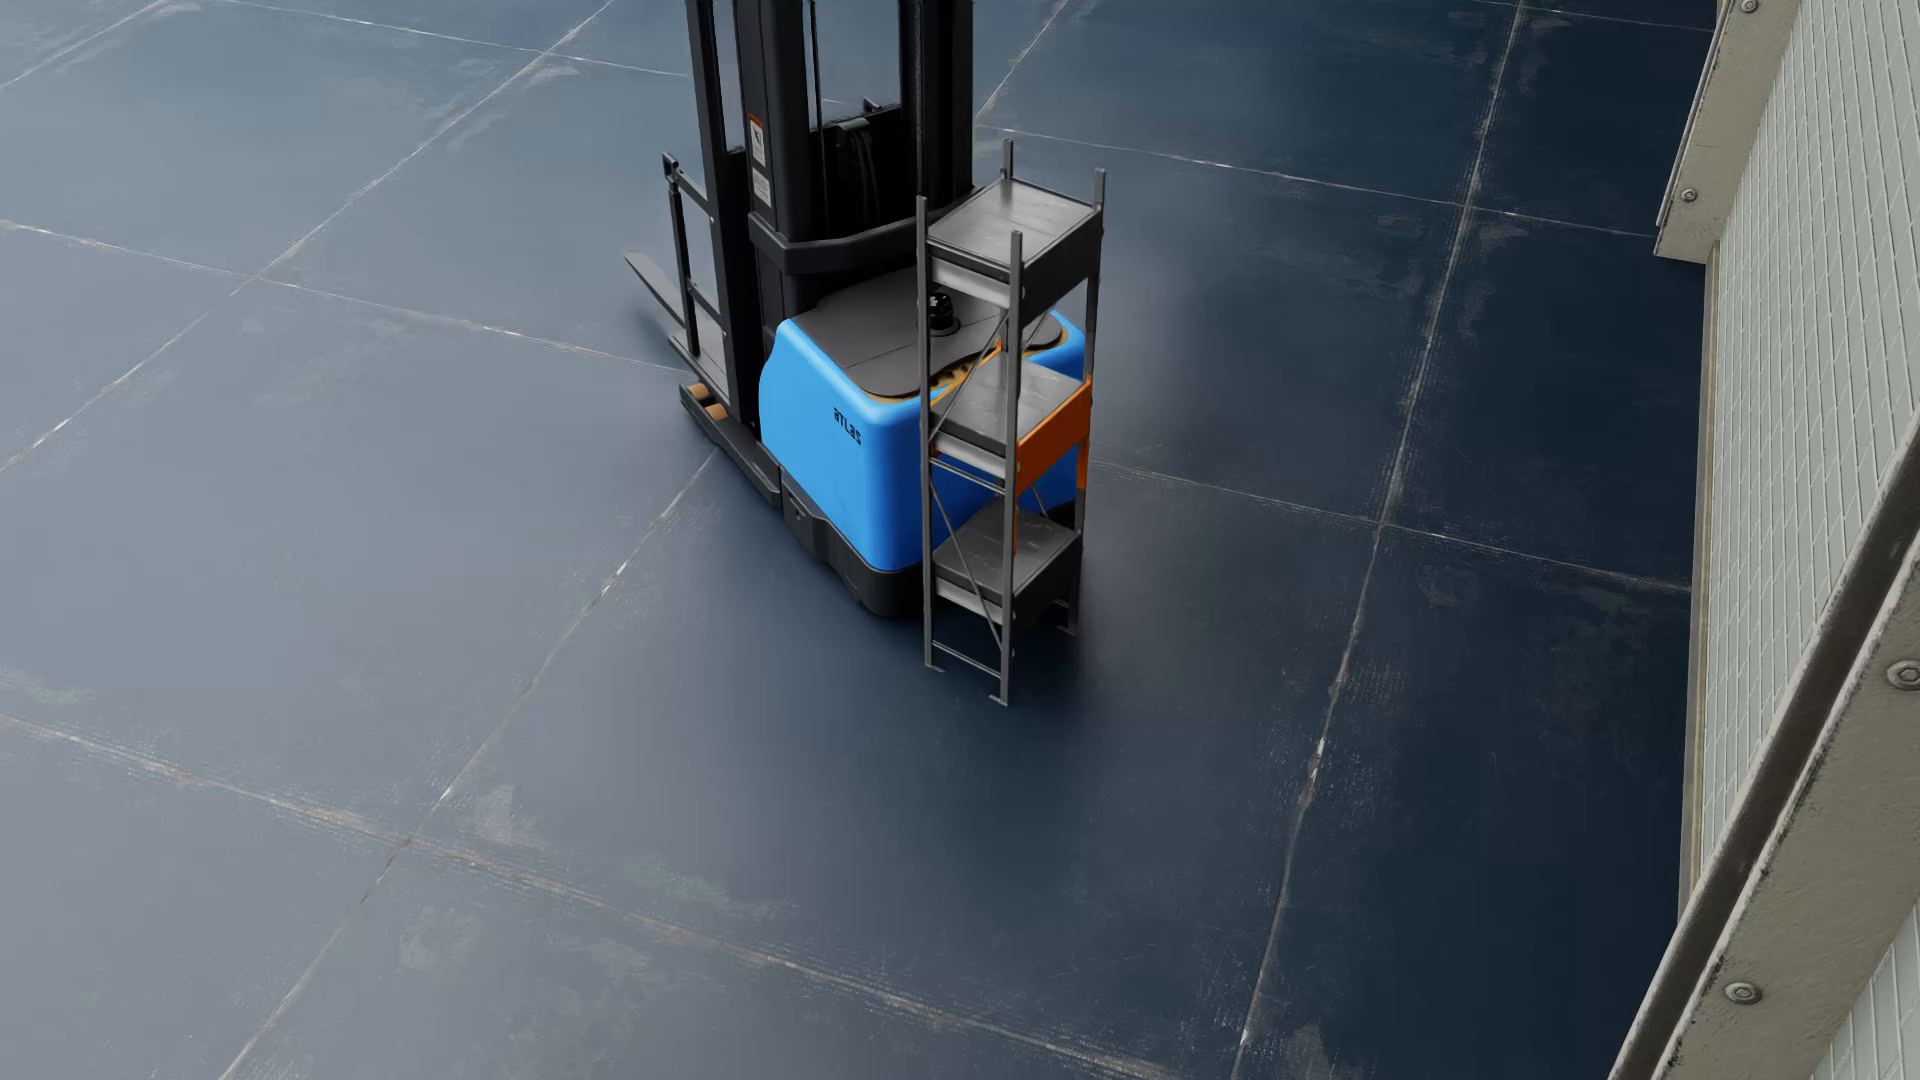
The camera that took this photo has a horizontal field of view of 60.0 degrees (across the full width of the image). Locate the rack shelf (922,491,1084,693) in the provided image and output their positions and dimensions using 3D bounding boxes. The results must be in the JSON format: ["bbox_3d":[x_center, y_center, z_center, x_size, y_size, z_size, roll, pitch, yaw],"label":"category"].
[{"bbox_3d":[0.169,0.191,6.508,0.431,0.518,0.480,25,46,26],"label":"rack shelf"}]

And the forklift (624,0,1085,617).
[{"bbox_3d":[-0.672,-1.733,7.023,1.130,2.935,3.031,-22,45,-24],"label":"forklift"}]

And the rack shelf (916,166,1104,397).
[{"bbox_3d":[0.169,-0.874,5.599,0.431,0.518,0.480,25,46,26],"label":"rack shelf"}]

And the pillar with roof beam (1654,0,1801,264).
[{"bbox_3d":[-0.049,-6.019,7.372,9.100,9.000,0.400,13,42,15],"label":"pillar with roof beam"}]

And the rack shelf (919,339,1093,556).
[{"bbox_3d":[0.169,-0.342,6.054,0.431,0.518,0.480,25,46,26],"label":"rack shelf"}]

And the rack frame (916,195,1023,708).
[{"bbox_3d":[0.027,-0.223,5.894,0.400,2.100,0.015,25,46,26],"label":"rack frame"}]

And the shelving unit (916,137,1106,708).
[{"bbox_3d":[0.169,-0.352,6.045,0.431,2.100,0.503,25,46,26],"label":"shelving unit"}]

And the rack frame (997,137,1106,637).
[{"bbox_3d":[0.311,-0.481,6.196,0.400,2.100,0.015,25,46,26],"label":"rack frame"}]
